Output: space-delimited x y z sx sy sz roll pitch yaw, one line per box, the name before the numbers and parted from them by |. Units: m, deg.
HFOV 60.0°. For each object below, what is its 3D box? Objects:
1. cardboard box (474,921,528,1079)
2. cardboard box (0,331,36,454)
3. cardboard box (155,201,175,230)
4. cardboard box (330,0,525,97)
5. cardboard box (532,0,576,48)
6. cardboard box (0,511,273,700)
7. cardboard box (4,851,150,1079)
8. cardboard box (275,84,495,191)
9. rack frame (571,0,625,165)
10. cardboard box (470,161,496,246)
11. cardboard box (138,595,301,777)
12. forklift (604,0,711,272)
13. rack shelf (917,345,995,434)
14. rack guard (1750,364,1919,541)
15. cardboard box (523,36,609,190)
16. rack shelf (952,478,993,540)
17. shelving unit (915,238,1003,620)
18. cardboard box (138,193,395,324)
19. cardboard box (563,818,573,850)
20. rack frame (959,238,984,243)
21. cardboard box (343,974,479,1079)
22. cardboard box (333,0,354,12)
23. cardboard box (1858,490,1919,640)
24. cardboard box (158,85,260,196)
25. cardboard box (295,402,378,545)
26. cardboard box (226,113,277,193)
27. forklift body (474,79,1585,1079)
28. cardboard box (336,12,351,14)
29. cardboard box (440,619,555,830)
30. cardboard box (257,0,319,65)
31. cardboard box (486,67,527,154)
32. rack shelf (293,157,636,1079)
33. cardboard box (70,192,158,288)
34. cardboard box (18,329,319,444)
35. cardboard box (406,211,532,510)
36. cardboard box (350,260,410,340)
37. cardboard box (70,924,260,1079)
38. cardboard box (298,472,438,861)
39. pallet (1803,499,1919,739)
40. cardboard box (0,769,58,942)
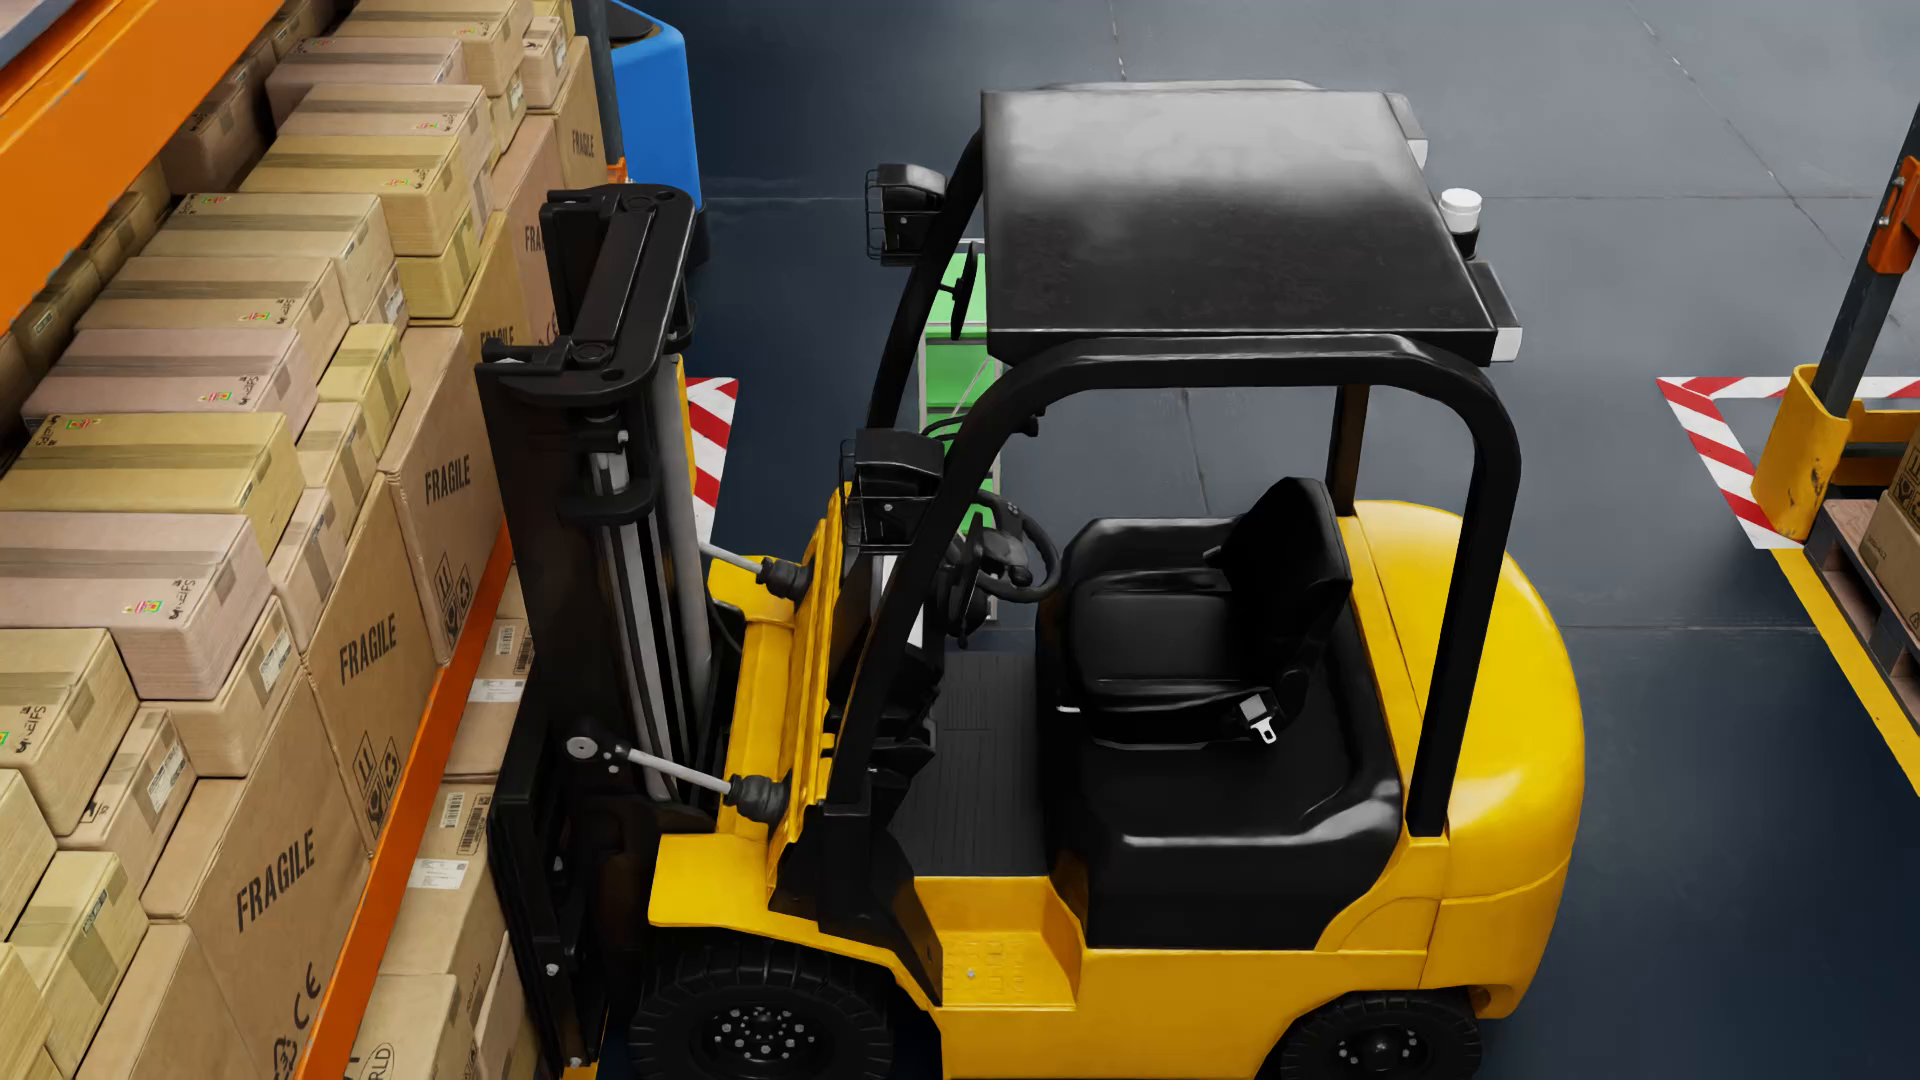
cardboard box | -1.220 0.966 3.609 0.500 0.250 0.500 0 39 0
cardboard box | -1.808 -0.225 2.795 0.380 0.149 0.250 0 39 -1
cardboard box | -1.869 -0.593 3.493 0.380 0.149 0.250 1 39 2
cardboard box | -1.271 -1.184 3.993 0.380 0.149 0.250 1 39 1
cardboard box | -1.260 -1.393 4.491 0.380 0.149 0.250 0 39 1
cardboard box | -1.237 0.092 2.400 0.380 0.149 0.250 1 39 1
cardboard box | -1.275 0.530 2.091 0.380 0.149 0.250 1 39 1
cardboard box | -1.234 -0.866 3.595 0.380 0.149 0.250 1 39 1
rack frame | -1.541 -1.318 4.996 1.000 3.000 0.127 0 39 0
cardboard box | -1.255 -0.749 3.687 0.380 0.149 0.250 -1 39 -2
cardboard box | -1.230 0.213 2.487 0.380 0.149 0.250 1 39 1
forklift | -2.446 -2.772 6.866 1.130 2.935 3.031 -30 48 -32
rack shelf | 0.000 -0.502 5.135 0.258 0.148 0.480 0 39 0
rack guard | 3.423 -0.301 5.725 1.175 0.500 0.348 0 39 0
cardboard box | -1.278 -1.049 4.581 0.500 0.500 0.500 -1 39 -1
rack shelf | 0.000 -0.128 5.436 0.258 0.148 0.480 0 39 0
shelving unit | 0.000 -0.365 5.246 0.258 1.200 0.503 0 39 0
cardboard box | -1.322 -0.543 3.192 0.380 0.149 0.250 0 39 1
cardboard box | -1.219 0.834 4.174 0.500 0.250 0.500 1 39 1
rack frame | 0.000 -0.517 5.436 0.240 1.200 0.015 0 39 0
cardboard box | -1.213 1.080 3.067 0.500 0.250 0.500 0 39 0
cardboard box | -1.754 -1.516 4.406 0.380 0.149 0.250 -1 39 -1
cardboard box | 3.147 0.090 5.102 0.500 0.250 0.500 0 39 0
cardboard box | -1.762 -0.867 3.597 0.380 0.149 0.250 1 39 1
cardboard box | -1.246 -0.108 2.888 0.380 0.149 0.250 -1 39 -1
cardboard box | -1.802 -0.917 3.897 0.380 0.149 0.250 -1 39 -2
forklift body | 0.286 0.198 3.783 2.313 2.155 1.214 0 39 0
cardboard box | -1.800 -1.397 4.497 0.380 0.149 0.250 -1 39 -1
cardboard box | -1.218 0.441 3.865 0.500 0.250 0.500 -1 39 -1
cardboard box | -1.773 -1.187 3.996 0.380 0.149 0.250 1 39 1
cardboard box | -1.291 -1.071 4.089 0.380 0.149 0.250 1 39 1
rack shelf | -1.538 0.214 3.660 1.077 0.370 4.000 0 39 0
cardboard box | -1.781 -0.548 3.199 0.380 0.149 0.250 0 39 0
cardboard box | -1.321 -0.230 2.801 0.380 0.149 0.250 0 39 0
cardboard box | -1.285 -0.404 3.776 0.500 0.500 0.500 -1 39 -1
cardboard box | -1.324 -0.435 3.295 0.380 0.149 0.250 0 39 0
cardboard box | -1.276 0.867 2.189 0.500 0.500 0.500 -1 39 -1
cardboard box | -1.294 0.225 2.991 0.500 0.500 0.500 0 39 0
pallet | 3.389 0.320 5.182 1.003 0.211 1.213 0 39 0
cardboard box | -1.348 0.412 2.000 0.380 0.149 0.250 1 39 1
